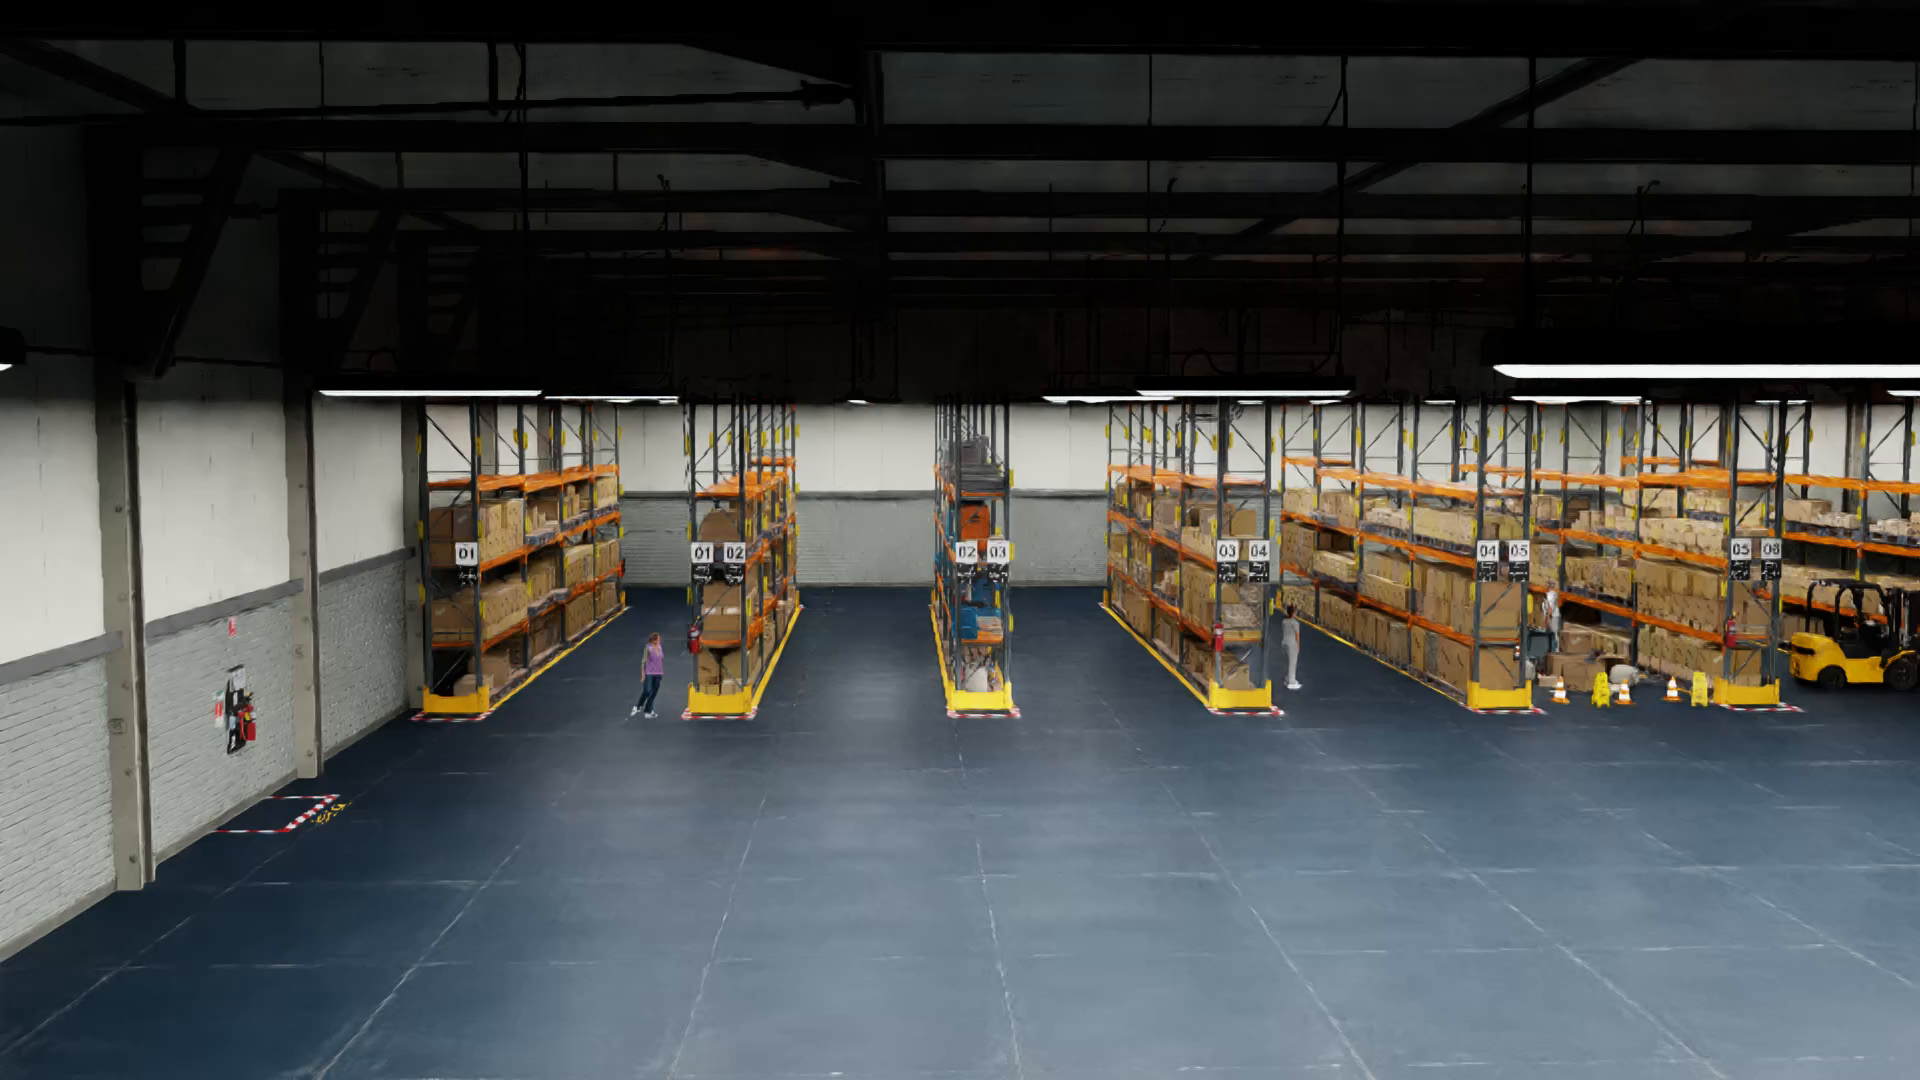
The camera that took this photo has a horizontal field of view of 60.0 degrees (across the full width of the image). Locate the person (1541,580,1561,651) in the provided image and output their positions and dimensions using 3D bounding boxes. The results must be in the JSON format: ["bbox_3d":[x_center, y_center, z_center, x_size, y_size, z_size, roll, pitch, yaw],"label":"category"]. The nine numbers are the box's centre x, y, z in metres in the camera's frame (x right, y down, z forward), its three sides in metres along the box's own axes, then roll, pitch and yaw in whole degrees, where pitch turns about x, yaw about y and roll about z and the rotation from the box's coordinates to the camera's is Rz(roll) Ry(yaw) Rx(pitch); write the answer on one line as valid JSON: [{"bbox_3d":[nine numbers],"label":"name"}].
[{"bbox_3d":[13.482,1.787,38.060,0.593,1.745,0.652,2,5,23],"label":"person"}]

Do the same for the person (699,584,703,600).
[{"bbox_3d":[-7.537,1.026,48.626,0.439,1.574,1.088,0,5,0],"label":"person"}]

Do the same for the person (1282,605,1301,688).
[{"bbox_3d":[6.775,2.160,33.918,0.441,1.670,0.496,-3,5,-31],"label":"person"}]

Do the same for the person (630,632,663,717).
[{"bbox_3d":[-5.742,2.478,30.586,0.445,1.585,0.591,4,6,42],"label":"person"}]
